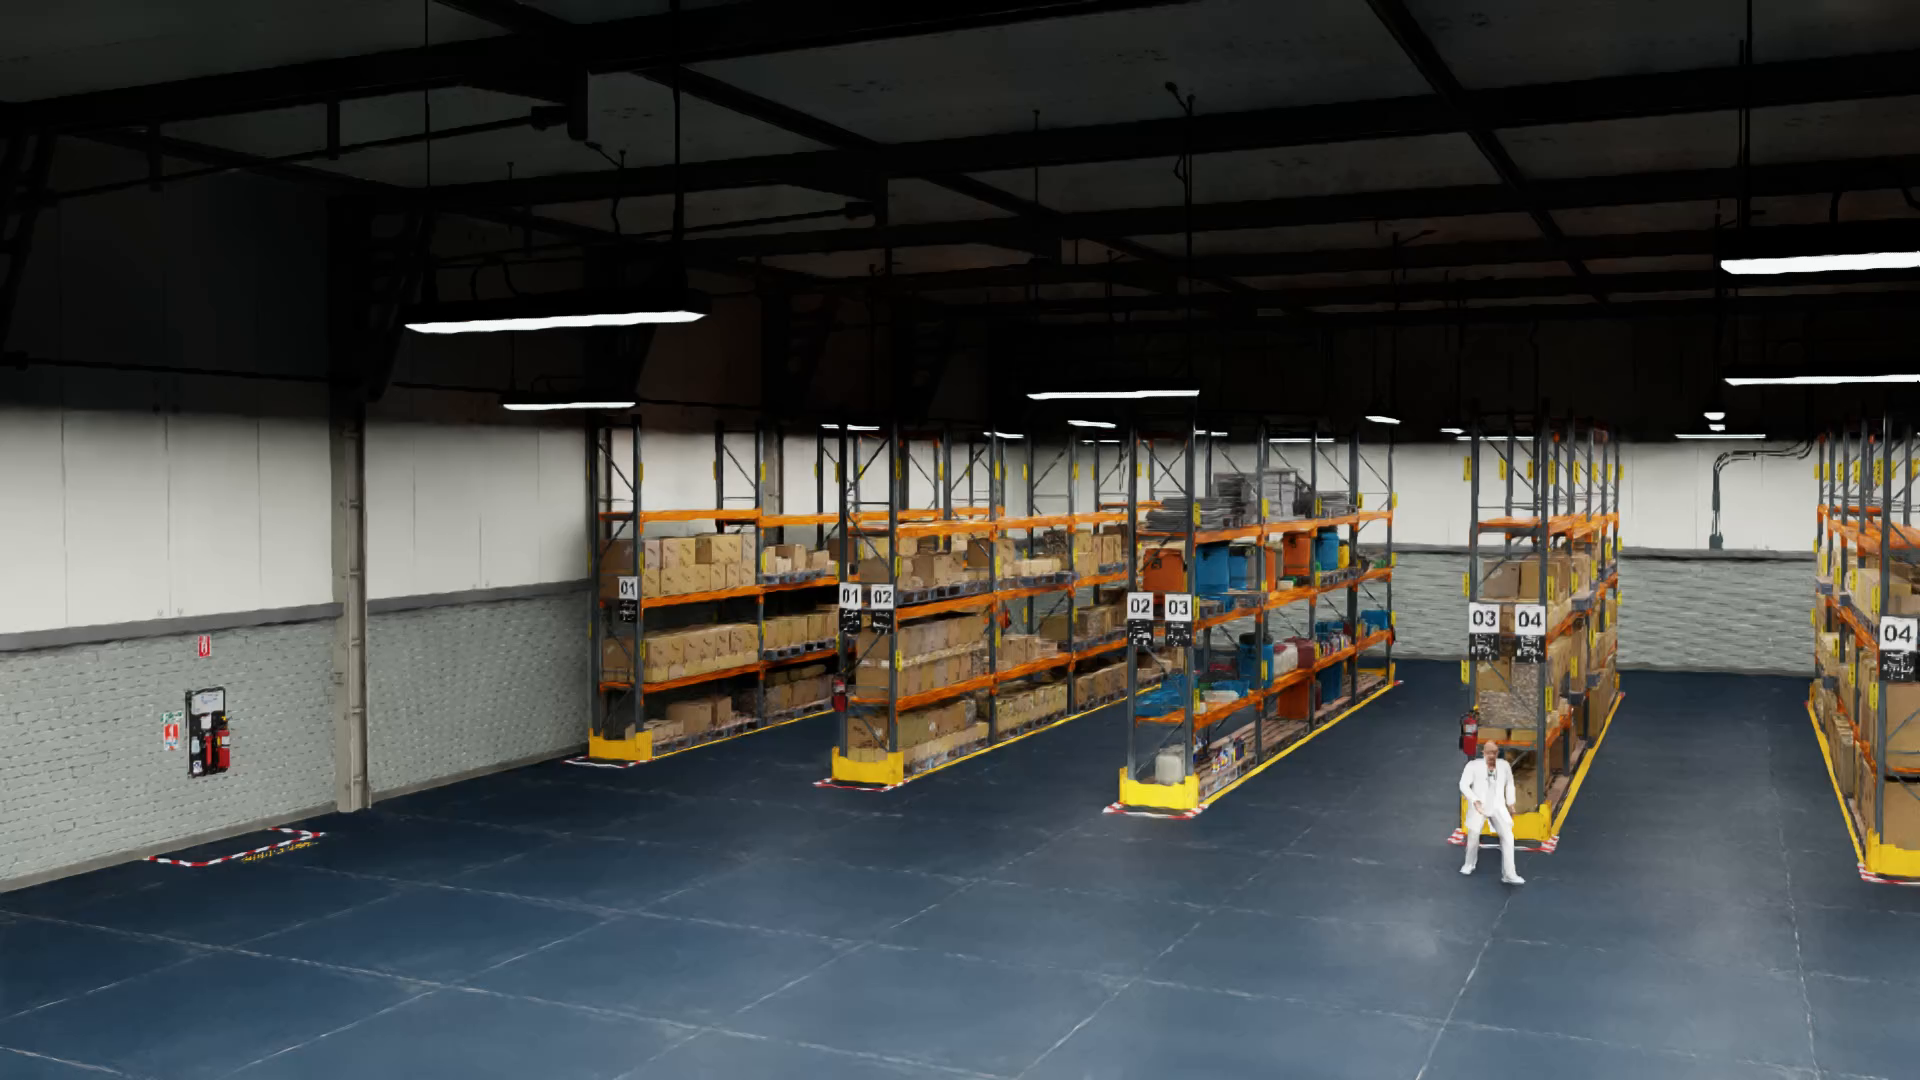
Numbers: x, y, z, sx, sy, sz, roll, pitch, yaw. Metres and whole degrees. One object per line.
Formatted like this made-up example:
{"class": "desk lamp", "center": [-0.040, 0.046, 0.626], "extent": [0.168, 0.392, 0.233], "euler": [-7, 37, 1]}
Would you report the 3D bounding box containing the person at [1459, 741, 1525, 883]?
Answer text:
{"class": "person", "center": [6.481, 3.293, 20.391], "extent": [0.735, 1.712, 0.905], "euler": [0, 2, 8]}
